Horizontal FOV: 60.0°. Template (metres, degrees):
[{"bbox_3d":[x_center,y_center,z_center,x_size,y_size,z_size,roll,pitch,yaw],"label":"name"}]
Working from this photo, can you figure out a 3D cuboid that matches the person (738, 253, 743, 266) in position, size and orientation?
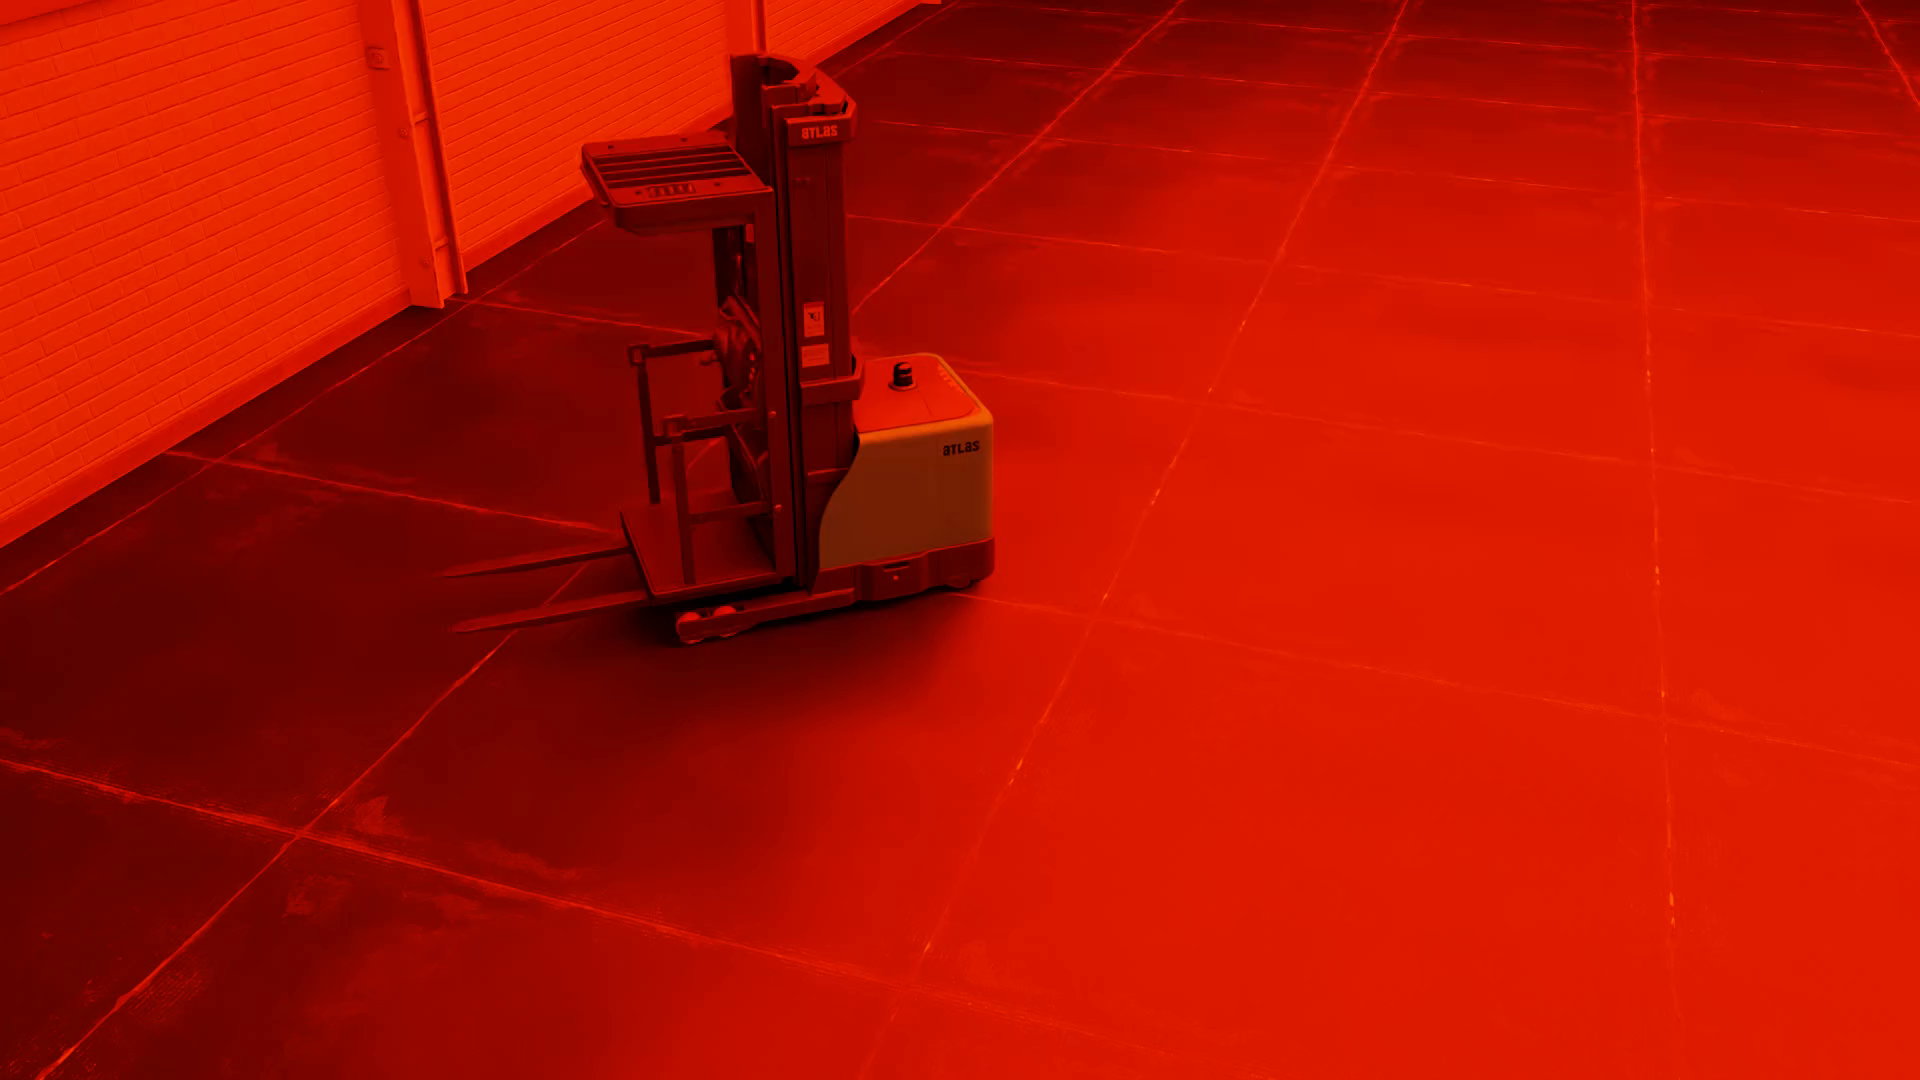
[{"bbox_3d":[-1.153,-1.707,11.466,0.957,1.689,0.564,16,33,26],"label":"person"}]

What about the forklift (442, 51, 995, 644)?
[{"bbox_3d":[-1.373,-1.001,8.893,3.031,2.935,1.130,-10,31,-17],"label":"forklift"}]
